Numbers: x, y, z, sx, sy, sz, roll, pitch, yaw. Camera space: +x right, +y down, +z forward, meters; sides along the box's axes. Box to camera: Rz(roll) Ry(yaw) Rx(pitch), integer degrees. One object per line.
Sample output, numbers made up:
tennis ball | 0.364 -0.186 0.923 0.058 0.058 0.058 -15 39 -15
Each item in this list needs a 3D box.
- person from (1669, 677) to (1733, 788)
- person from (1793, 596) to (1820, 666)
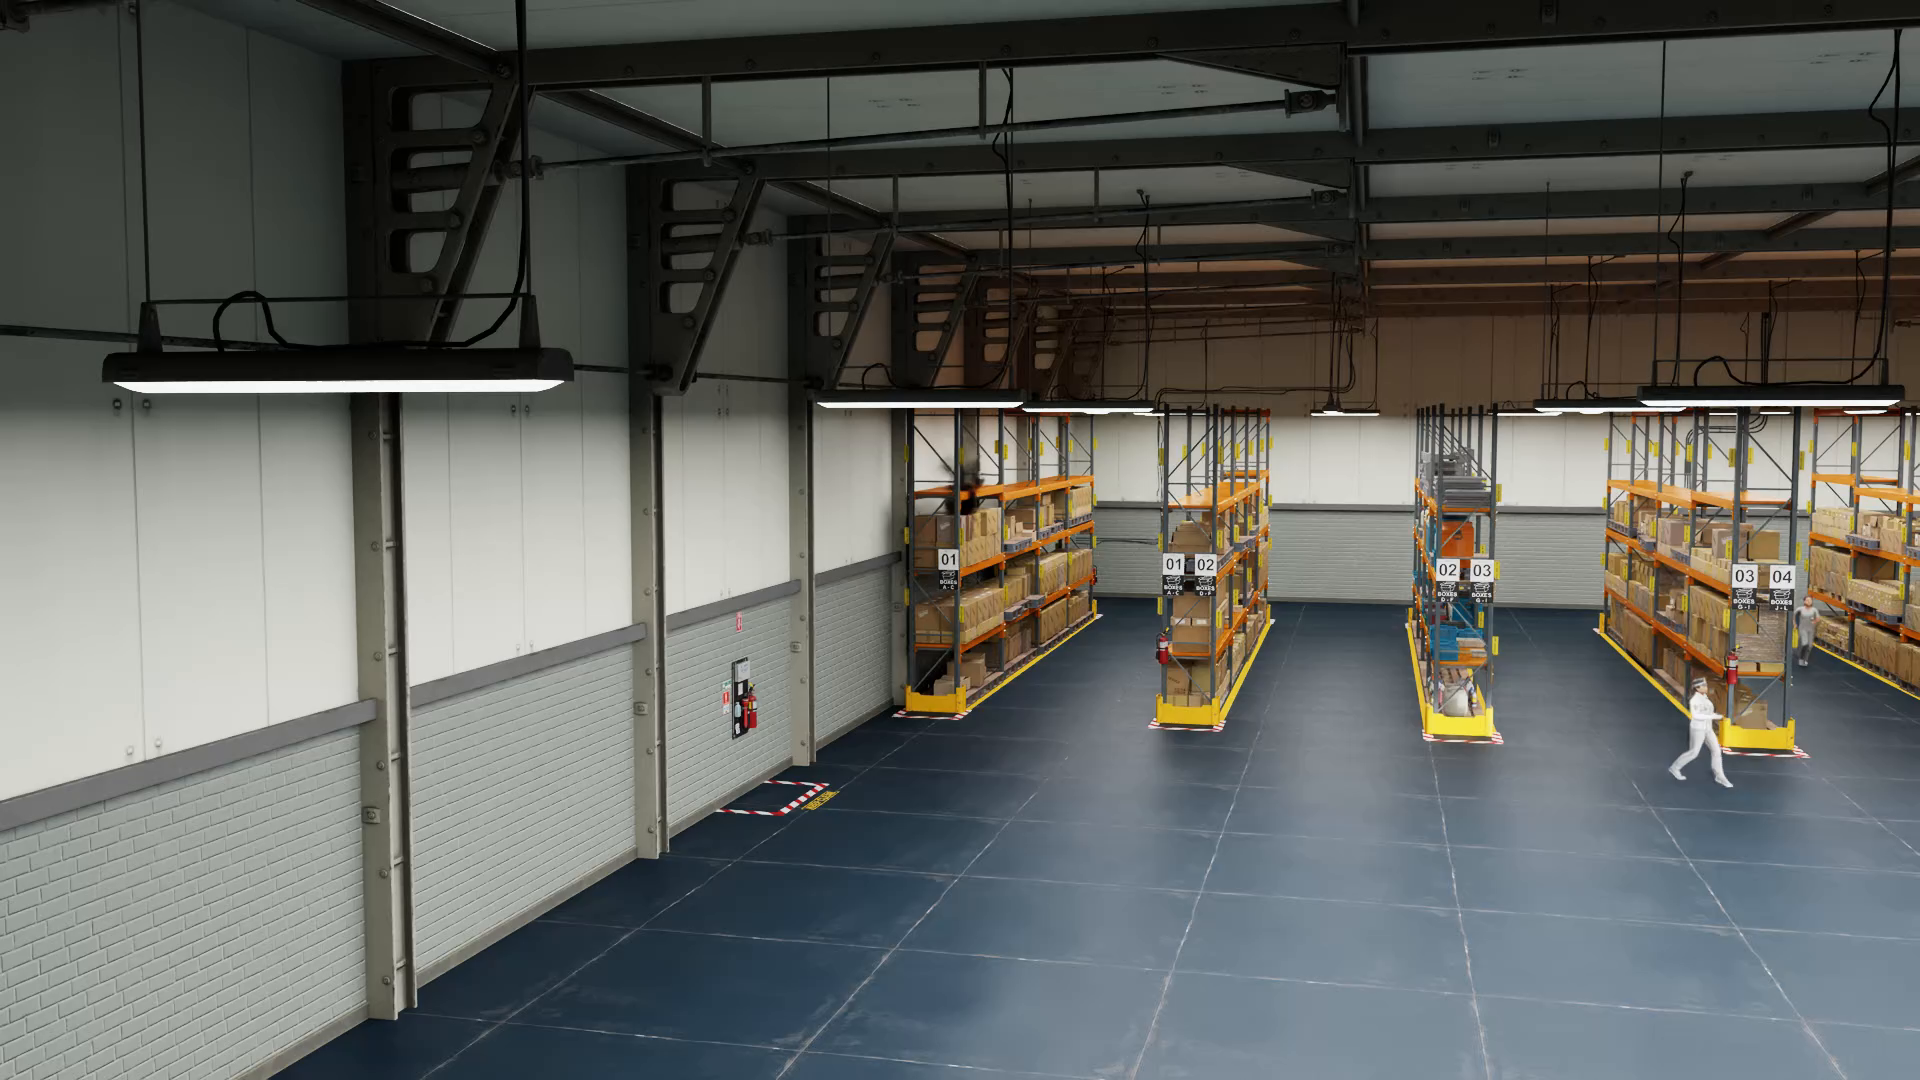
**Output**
person | 11.614 2.977 26.004 0.621 1.695 0.938 -4 6 -42
person | 19.494 2.098 38.287 0.545 1.638 0.641 1 4 12
